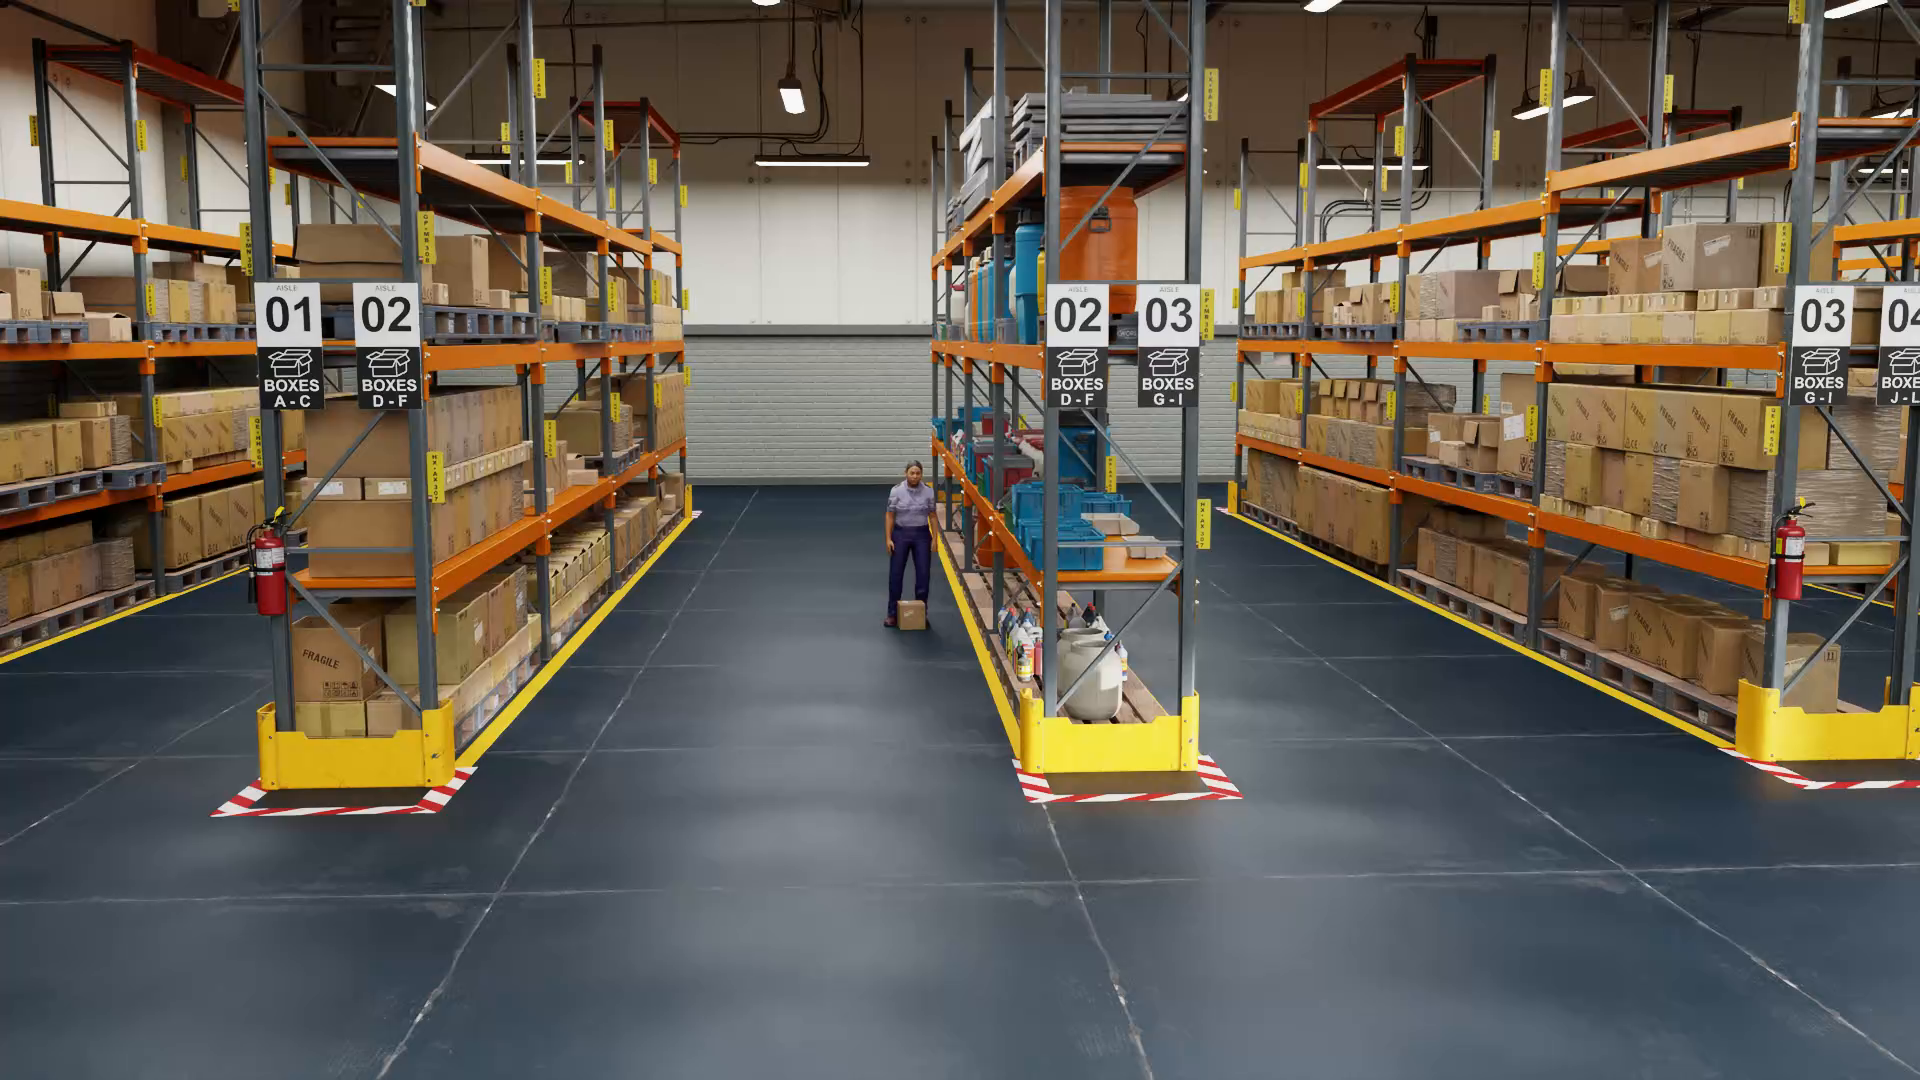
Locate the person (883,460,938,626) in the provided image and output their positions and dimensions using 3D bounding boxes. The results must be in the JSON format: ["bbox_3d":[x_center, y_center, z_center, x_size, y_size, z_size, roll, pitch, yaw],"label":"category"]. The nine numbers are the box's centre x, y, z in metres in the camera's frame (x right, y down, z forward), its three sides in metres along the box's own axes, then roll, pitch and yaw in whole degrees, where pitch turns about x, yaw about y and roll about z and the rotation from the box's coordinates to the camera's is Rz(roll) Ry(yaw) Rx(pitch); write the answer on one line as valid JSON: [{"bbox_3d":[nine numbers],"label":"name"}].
[{"bbox_3d":[-0.492,0.025,16.590,0.564,1.649,0.420,-1,7,-7],"label":"person"}]
